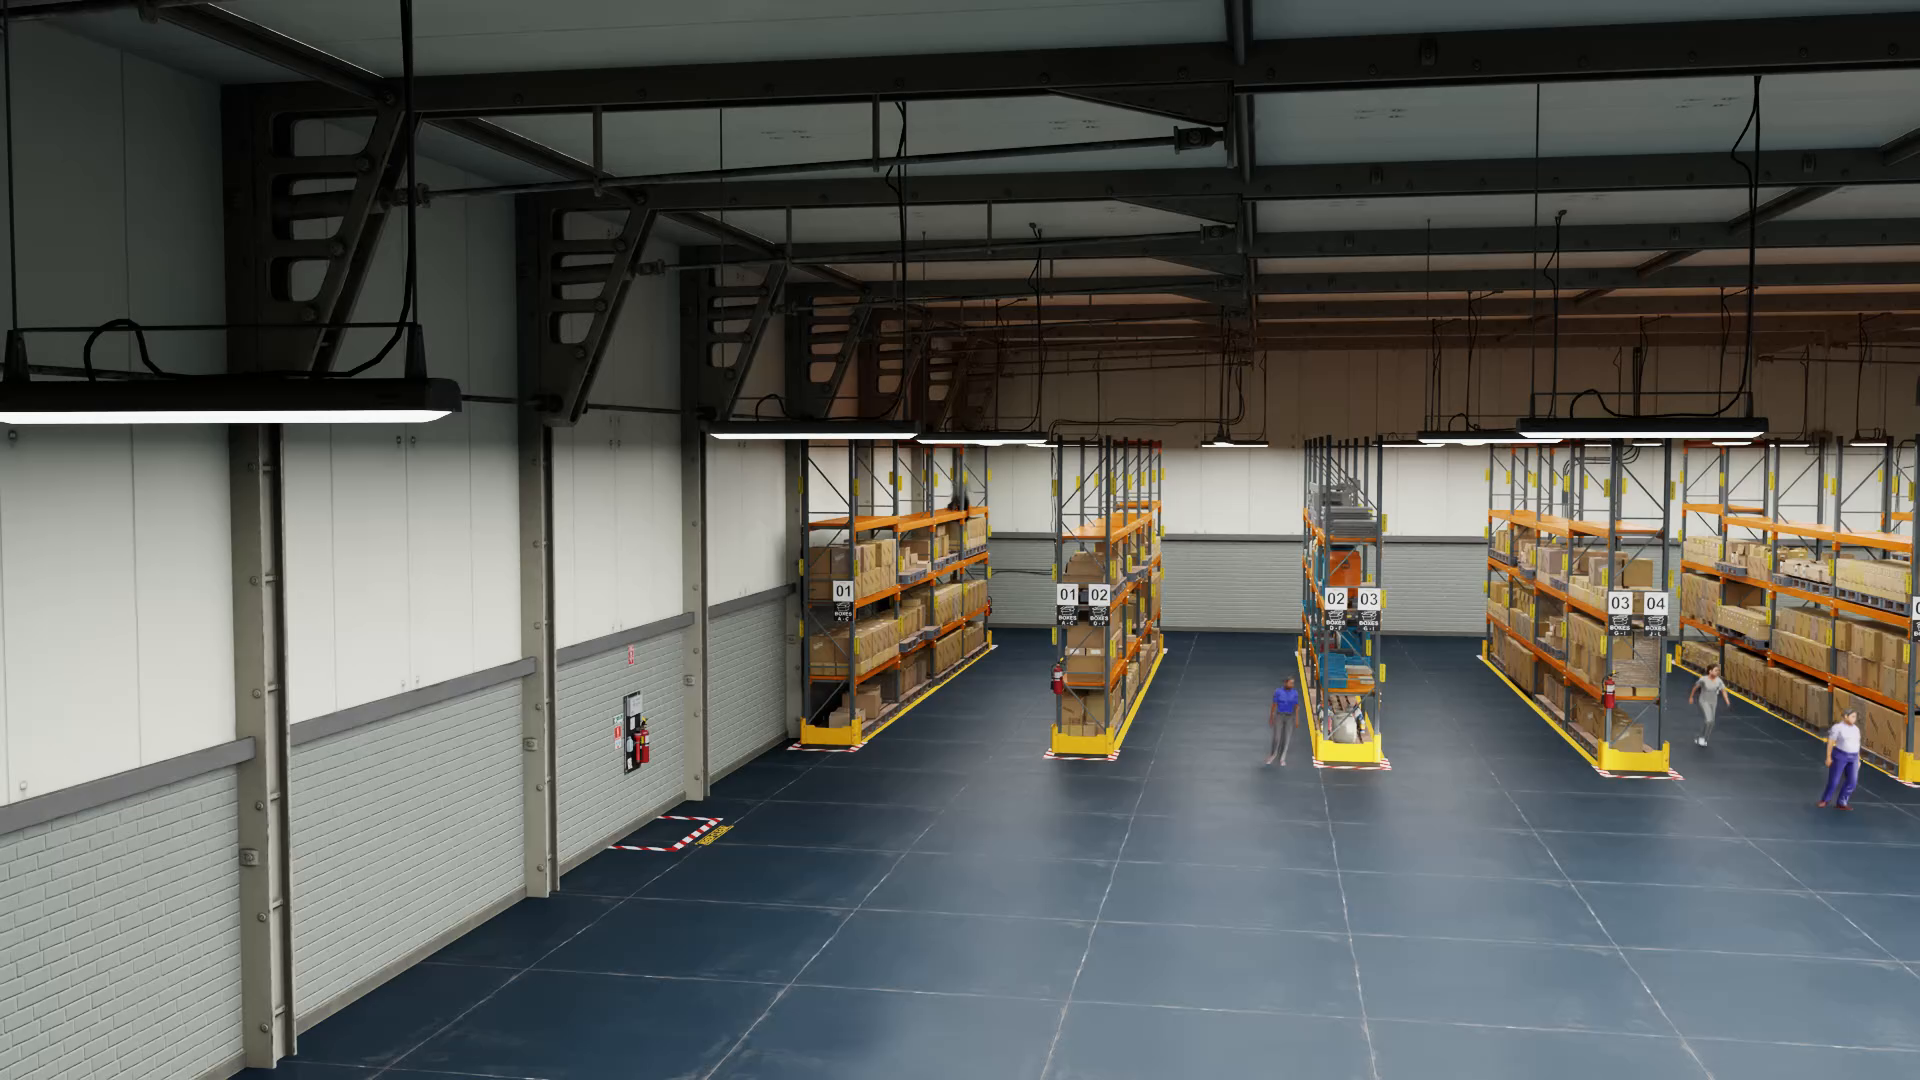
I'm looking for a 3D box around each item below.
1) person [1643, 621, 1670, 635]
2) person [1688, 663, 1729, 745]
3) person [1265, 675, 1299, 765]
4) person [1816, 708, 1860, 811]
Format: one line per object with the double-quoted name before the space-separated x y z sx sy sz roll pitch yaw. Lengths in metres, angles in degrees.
"person" 17.944 2.582 43.016 0.778 1.666 0.533 2 4 37
"person" 14.429 3.168 31.959 0.524 1.612 0.787 0 3 -7
"person" 5.834 3.258 30.092 0.583 1.625 0.417 0 3 -2
"person" 13.974 3.482 26.424 0.611 1.613 0.477 -1 3 -13
